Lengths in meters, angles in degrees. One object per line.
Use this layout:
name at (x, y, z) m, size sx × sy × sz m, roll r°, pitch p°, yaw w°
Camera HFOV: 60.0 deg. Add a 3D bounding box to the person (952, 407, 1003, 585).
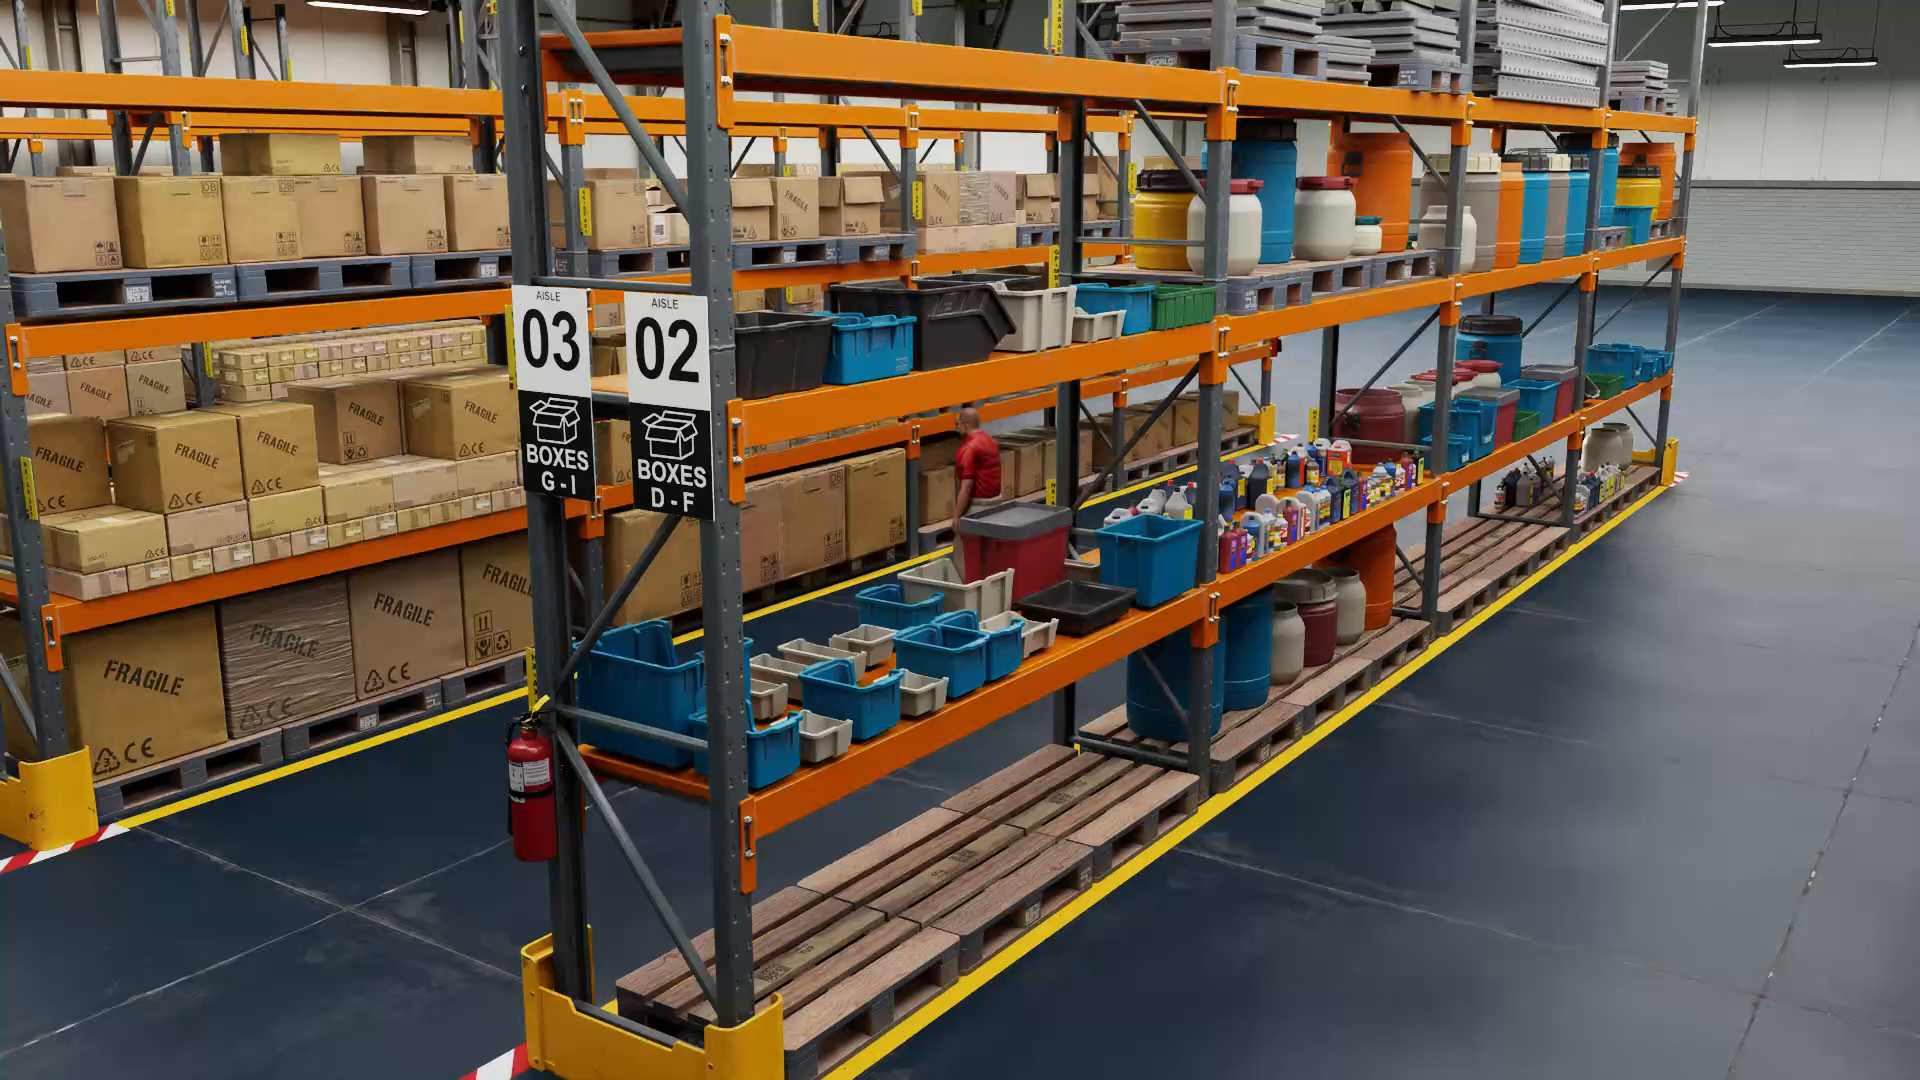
person at (0.126, -0.169, 13.451) m, size 0.394 × 1.637 × 0.580 m, roll 8°, pitch 15°, yaw 31°
